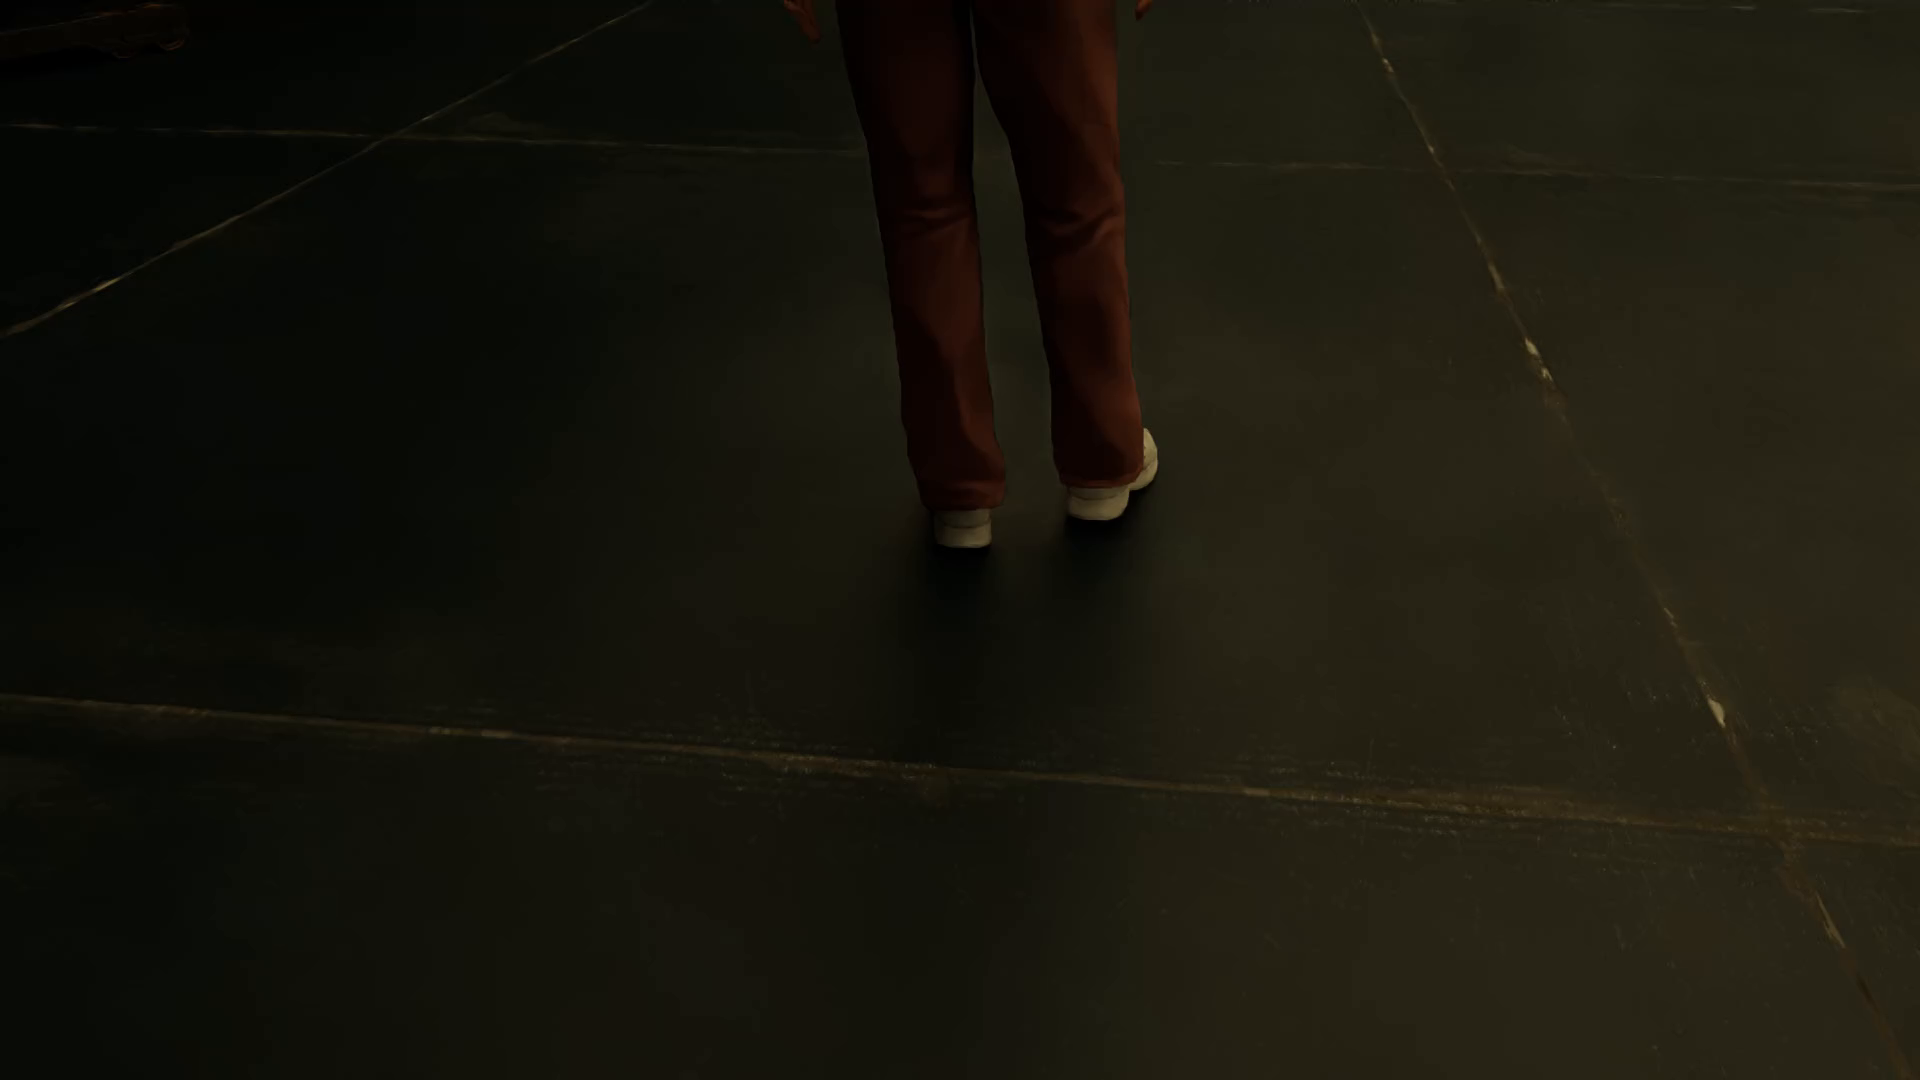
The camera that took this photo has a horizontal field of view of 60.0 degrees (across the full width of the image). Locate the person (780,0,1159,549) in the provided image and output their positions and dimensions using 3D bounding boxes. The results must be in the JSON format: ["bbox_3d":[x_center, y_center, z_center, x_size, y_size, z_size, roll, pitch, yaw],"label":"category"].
[{"bbox_3d":[0.022,-0.787,2.197,0.554,1.663,0.532,3,27,7],"label":"person"}]

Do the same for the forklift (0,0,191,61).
[{"bbox_3d":[-3.496,-3.111,5.454,1.130,2.935,3.031,13,29,24],"label":"forklift"}]
